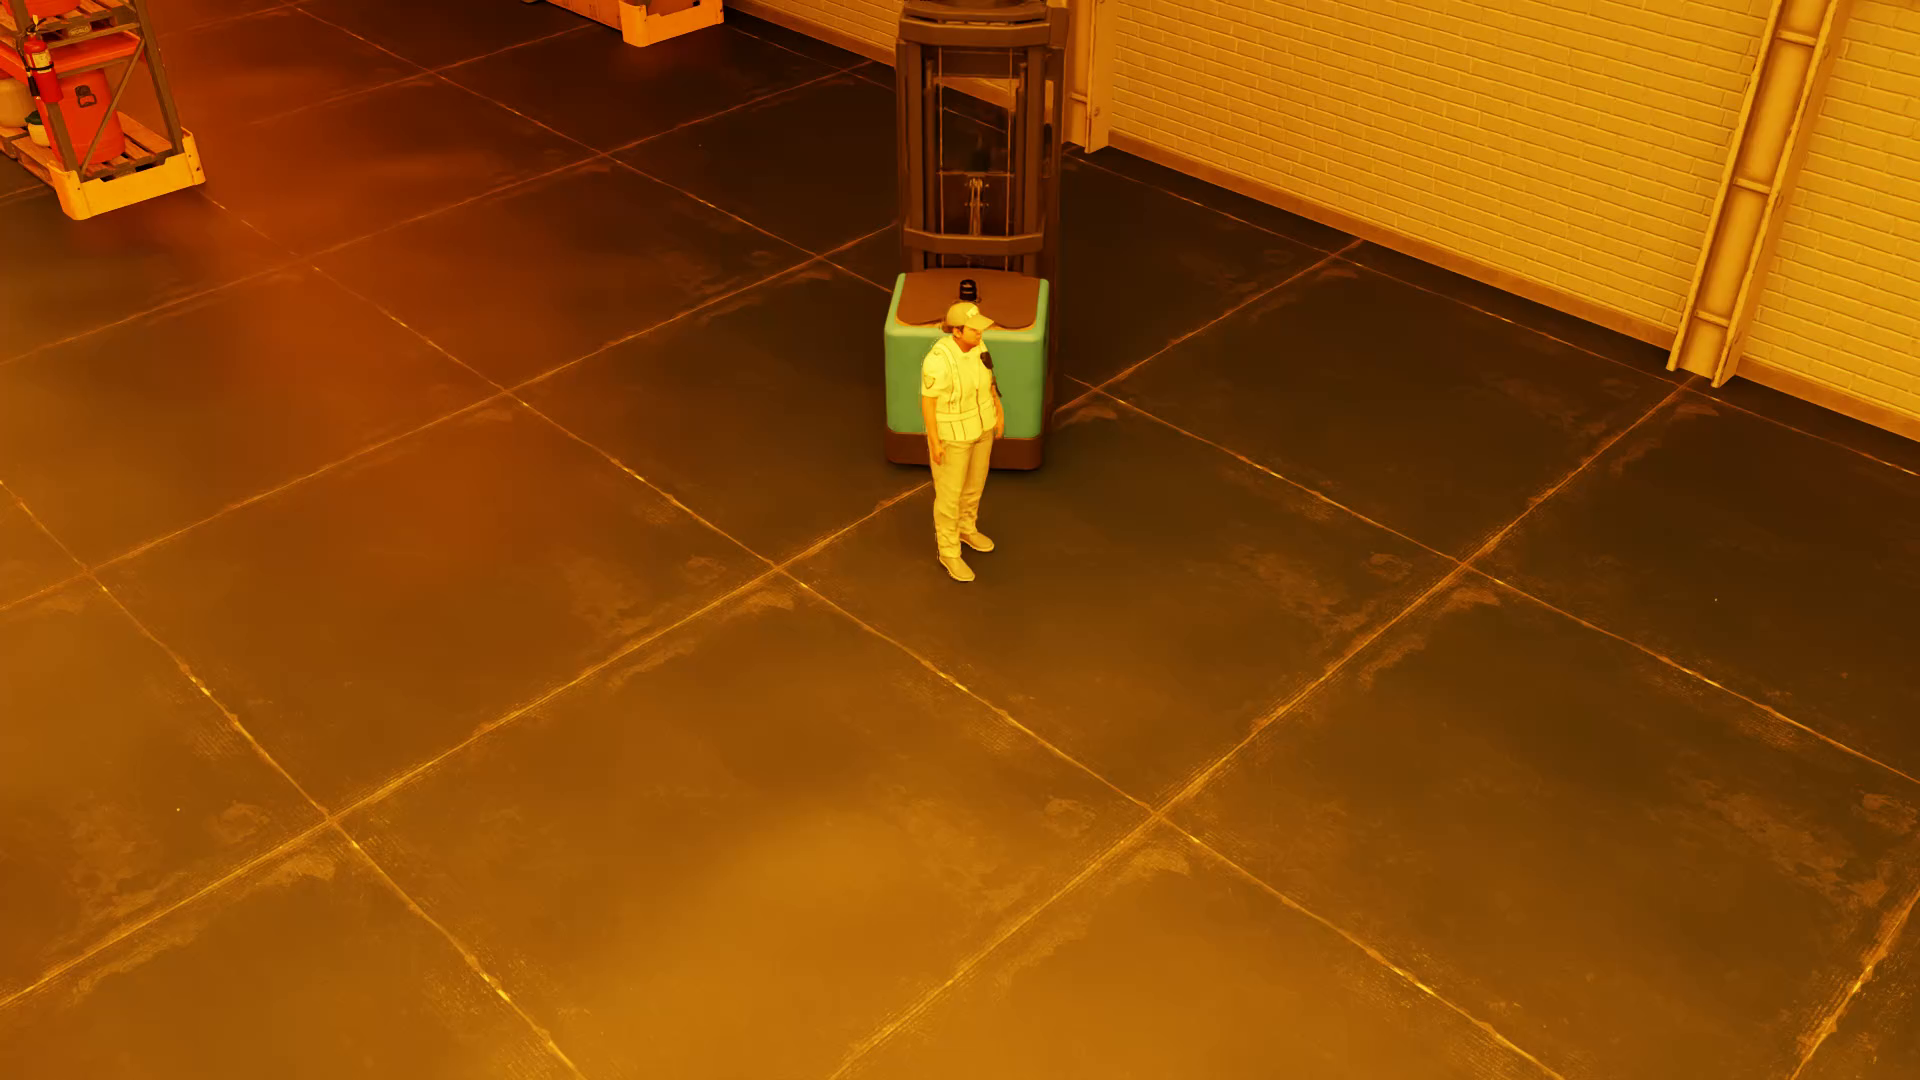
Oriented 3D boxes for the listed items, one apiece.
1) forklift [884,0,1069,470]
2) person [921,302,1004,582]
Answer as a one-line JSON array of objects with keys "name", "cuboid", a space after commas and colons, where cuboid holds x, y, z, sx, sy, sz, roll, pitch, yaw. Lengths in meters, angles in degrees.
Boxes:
[{"name": "forklift", "cuboid": [0.153, -2.502, 11.439, 1.130, 2.935, 3.031, 3, 36, 4]}, {"name": "person", "cuboid": [0.058, -0.627, 9.946, 0.506, 1.672, 0.601, 29, 45, 33]}]
